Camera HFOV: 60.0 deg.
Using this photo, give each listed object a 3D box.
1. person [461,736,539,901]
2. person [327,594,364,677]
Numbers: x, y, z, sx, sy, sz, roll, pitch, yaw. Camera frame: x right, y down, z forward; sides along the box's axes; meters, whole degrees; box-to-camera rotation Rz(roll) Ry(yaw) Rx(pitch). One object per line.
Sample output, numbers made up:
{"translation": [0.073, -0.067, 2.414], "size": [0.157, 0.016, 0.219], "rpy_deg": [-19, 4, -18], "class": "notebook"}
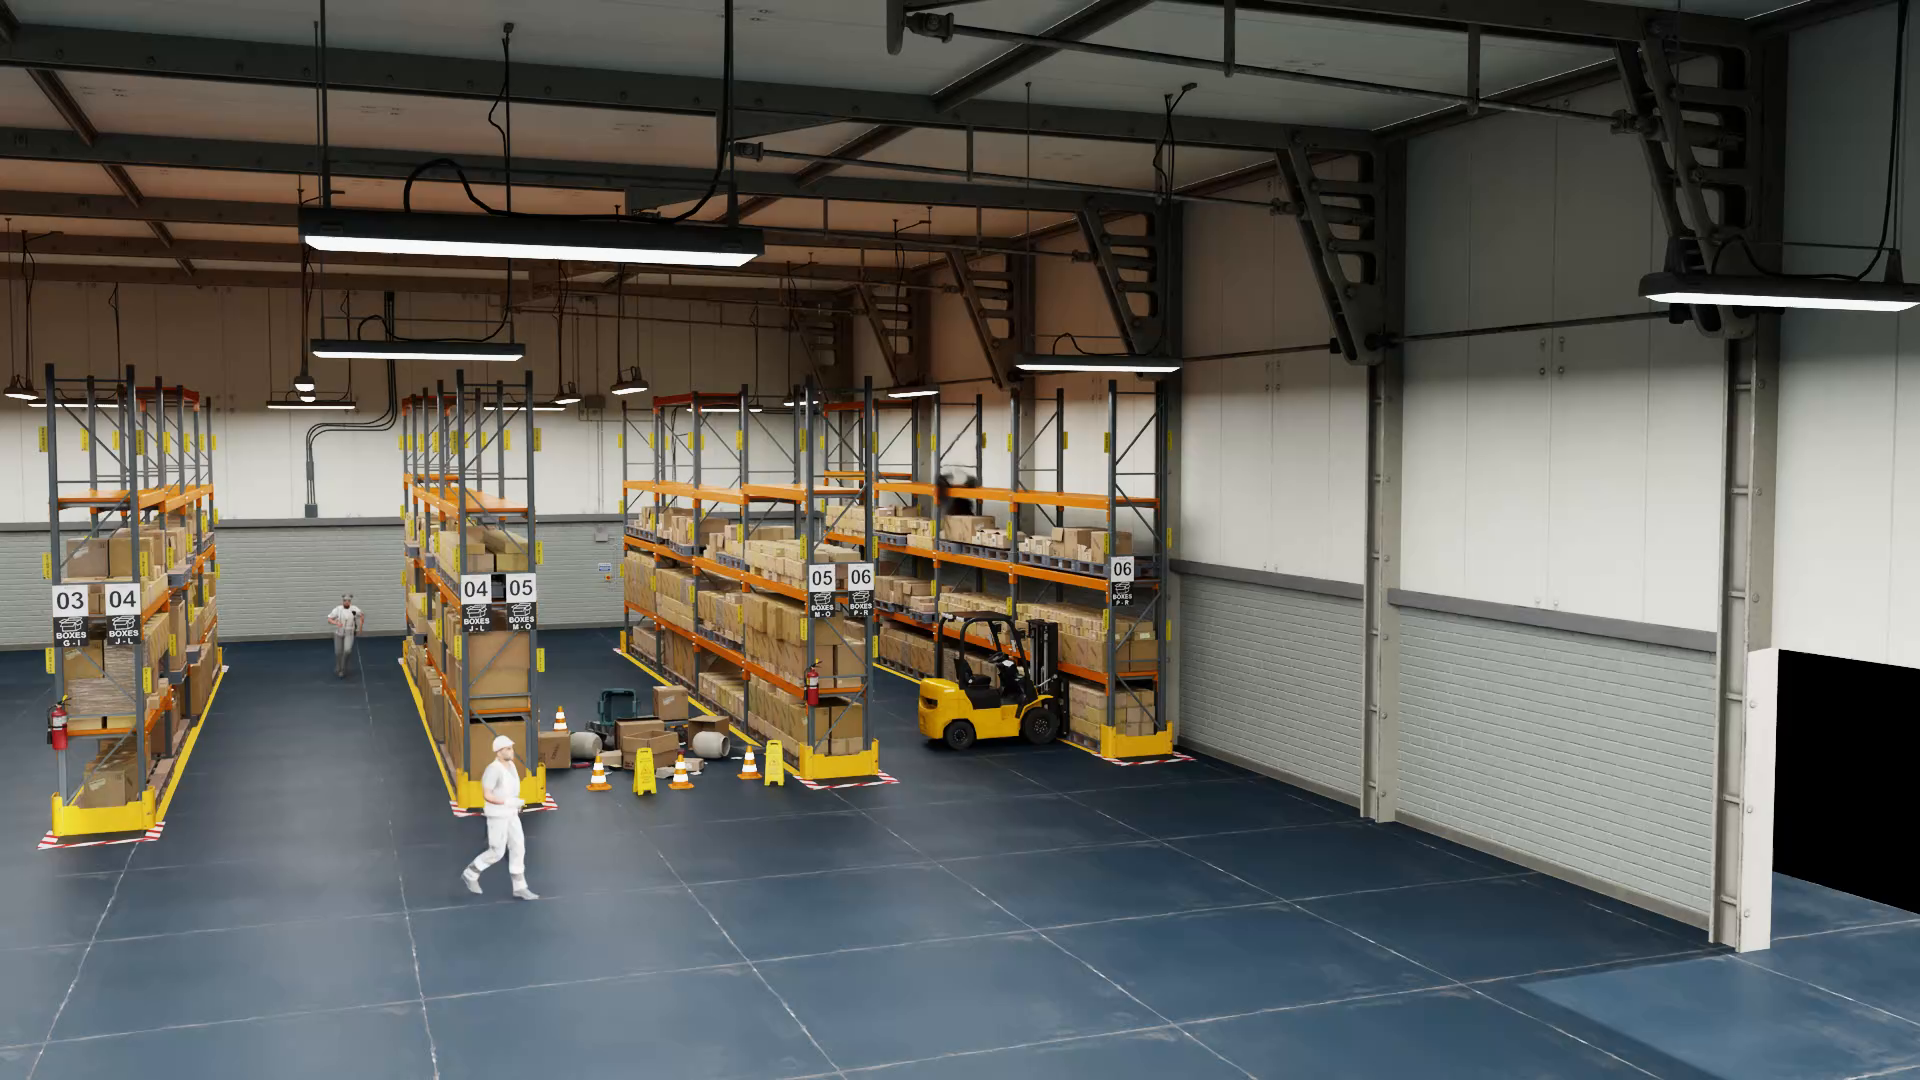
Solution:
{"translation": [-5.039, 3.039, 18.225], "size": [0.872, 1.801, 0.685], "rpy_deg": [1, 3, 14], "class": "person"}
{"translation": [-13.237, 2.053, 35.839], "size": [0.720, 1.813, 0.745], "rpy_deg": [-1, 3, -16], "class": "person"}
